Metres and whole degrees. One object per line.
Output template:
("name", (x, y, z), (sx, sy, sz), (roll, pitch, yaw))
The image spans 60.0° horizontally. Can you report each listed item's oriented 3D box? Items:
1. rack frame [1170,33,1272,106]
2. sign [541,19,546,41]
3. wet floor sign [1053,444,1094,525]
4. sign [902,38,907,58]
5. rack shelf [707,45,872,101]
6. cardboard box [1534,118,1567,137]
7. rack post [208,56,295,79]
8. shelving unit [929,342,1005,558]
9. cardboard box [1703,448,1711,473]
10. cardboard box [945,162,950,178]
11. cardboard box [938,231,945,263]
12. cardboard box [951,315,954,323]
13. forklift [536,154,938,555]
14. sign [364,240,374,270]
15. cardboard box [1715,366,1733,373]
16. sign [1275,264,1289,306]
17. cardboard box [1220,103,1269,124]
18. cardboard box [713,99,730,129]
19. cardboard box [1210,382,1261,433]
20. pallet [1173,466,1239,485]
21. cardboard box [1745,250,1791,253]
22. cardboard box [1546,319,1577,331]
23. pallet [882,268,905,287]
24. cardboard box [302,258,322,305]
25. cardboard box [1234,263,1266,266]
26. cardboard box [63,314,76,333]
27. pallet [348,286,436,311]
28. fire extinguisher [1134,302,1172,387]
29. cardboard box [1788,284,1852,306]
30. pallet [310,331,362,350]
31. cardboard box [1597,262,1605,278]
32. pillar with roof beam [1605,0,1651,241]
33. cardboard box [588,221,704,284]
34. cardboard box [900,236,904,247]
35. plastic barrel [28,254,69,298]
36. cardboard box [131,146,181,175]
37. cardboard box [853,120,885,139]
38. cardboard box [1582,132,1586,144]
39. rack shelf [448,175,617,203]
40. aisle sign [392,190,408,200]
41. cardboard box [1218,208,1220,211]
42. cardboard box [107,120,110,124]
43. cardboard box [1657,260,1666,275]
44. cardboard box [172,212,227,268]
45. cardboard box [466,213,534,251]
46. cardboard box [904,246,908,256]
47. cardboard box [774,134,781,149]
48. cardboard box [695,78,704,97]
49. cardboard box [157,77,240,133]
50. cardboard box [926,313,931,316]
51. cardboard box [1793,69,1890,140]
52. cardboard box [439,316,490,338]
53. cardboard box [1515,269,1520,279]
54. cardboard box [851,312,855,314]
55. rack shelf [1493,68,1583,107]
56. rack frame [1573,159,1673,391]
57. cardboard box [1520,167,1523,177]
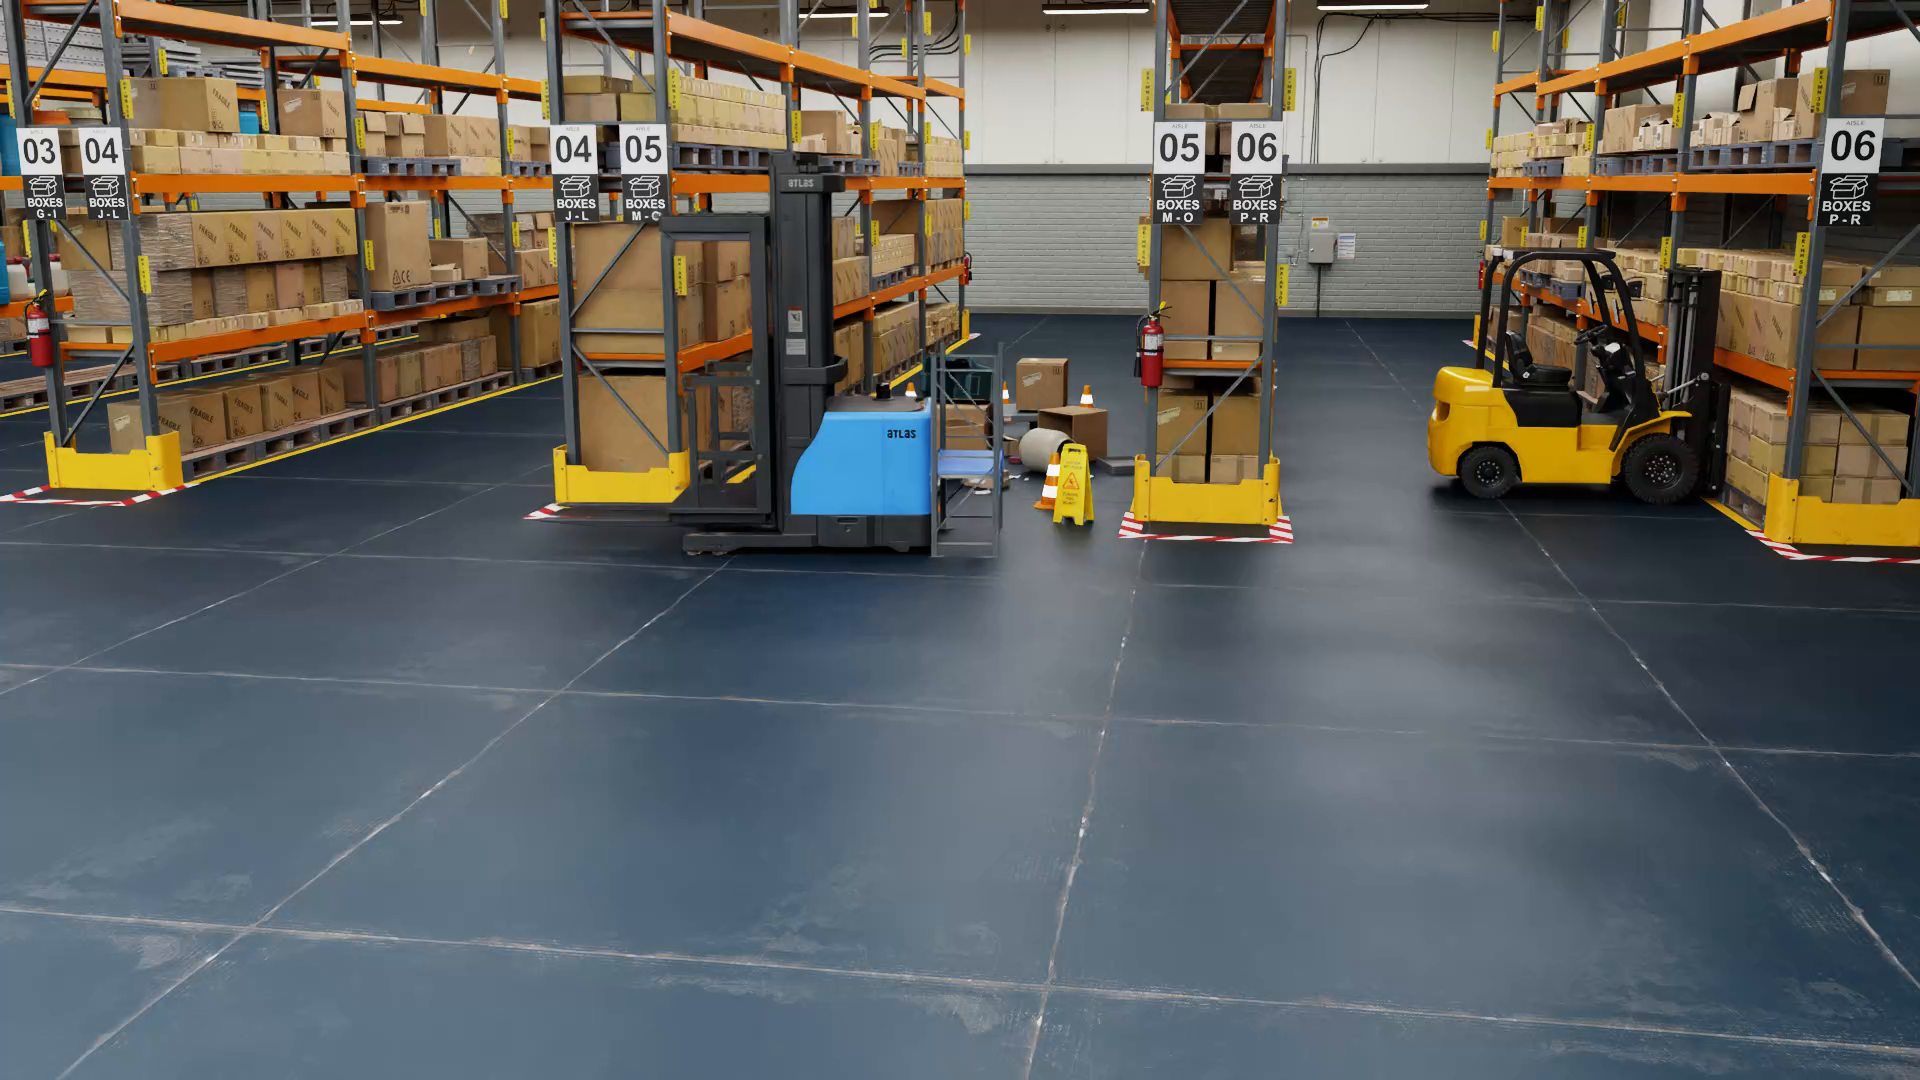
("rack frame", (2.640, -5.392, 16.654), (1.000, 3.000, 0.127), (2, 12, 9))
("sign", (-6.467, -7.936, 25.863), (0.100, 0.325, 0.005), (2, 12, 9))
("wet floor sign", (0.938, -0.471, 13.648), (0.267, 0.644, 0.232), (7, 14, 28))
("sign", (-0.957, -8.542, 28.867), (0.100, 0.325, 0.005), (2, 12, 9))
("rack shelf", (-1.959, -5.401, 19.350), (1.077, 0.370, 4.000), (2, 12, 9))
("cardboard box", (8.384, -5.859, 23.613), (0.396, 0.266, 0.258), (2, 12, 8))
("rack post", (-10.976, -7.328, 25.815), (0.937, 0.300, 0.954), (2, 12, 8))
("shelving unit", (0.065, -0.711, 12.734), (0.538, 1.500, 1.048), (1, 12, 3))
("cardboard box", (6.919, -0.752, 14.892), (0.500, 0.250, 0.500), (2, 12, 10))
("cardboard box", (-0.453, -6.066, 27.257), (0.500, 0.250, 0.500), (2, 12, 11))
("cardboard box", (-0.529, -4.760, 27.019), (0.500, 0.500, 0.500), (2, 12, 7))
("cardboard box", (-0.299, -3.827, 28.694), (0.380, 0.149, 0.250), (1, 12, 6))
("forklift", (-1.702, -1.429, 12.668), (3.031, 2.935, 1.130), (0, 12, 1))
("sign", (-6.615, -3.188, 18.611), (0.100, 0.325, 0.005), (2, 12, 9))
("cardboard box", (7.660, -1.541, 16.179), (0.500, 0.250, 0.500), (2, 12, 10))
("sign", (2.561, -2.033, 13.250), (0.100, 0.325, 0.005), (2, 12, 9))
("cardboard box", (2.281, -3.428, 13.361), (0.380, 0.149, 0.250), (2, 12, 8))
("cardboard box", (-2.400, -3.862, 15.088), (0.500, 0.250, 0.500), (2, 12, 8))
("cardboard box", (2.501, -1.128, 14.855), (0.500, 0.500, 0.500), (1, 12, 7))
("pallet", (2.196, -0.448, 14.569), (1.003, 0.211, 1.213), (2, 12, 9))
("cardboard box", (7.715, -2.684, 15.843), (0.380, 0.149, 0.250), (2, 12, 7))
("cardboard box", (8.359, -2.977, 23.084), (0.380, 0.149, 0.250), (2, 12, 9))
("pallet", (-1.388, -3.751, 23.735), (1.003, 0.211, 1.213), (2, 12, 9))
("cardboard box", (-7.394, -2.780, 17.831), (0.875, 0.500, 0.500), (2, 12, 9))
("cardboard box", (2.745, -2.446, 16.279), (0.500, 0.500, 0.500), (2, 12, 11))
("cardboard box", (-15.431, -3.749, 28.606), (0.500, 0.311, 0.500), (2, 12, 9))
("pallet", (-6.891, -2.841, 19.513), (1.003, 0.211, 1.213), (2, 12, 9))
("fire extinguisher", (1.552, -1.580, 13.389), (0.296, 0.674, 0.183), (2, 12, 9))
("cardboard box", (6.706, -1.914, 12.978), (0.380, 0.149, 0.250), (2, 12, 9))
("pallet", (-10.741, -3.398, 28.258), (1.003, 0.211, 1.213), (2, 12, 9))
("cardboard box", (7.772, -3.115, 19.495), (0.500, 0.250, 0.500), (2, 12, 10))
("pillar with roof beam", (5.519, -7.153, 24.823), (9.100, 9.000, 0.400), (2, 12, 9))
("cardboard box", (-2.793, -2.561, 14.837), (0.875, 0.550, 0.550), (2, 12, 9))
("cardboard box", (-1.028, -4.383, 24.400), (0.380, 0.149, 0.250), (2, 12, 8))
("plastic barrel", (-11.570, -3.352, 21.106), (0.433, 0.535, 0.433), (0, 12, 0))
("cardboard box", (-7.438, -3.433, 15.039), (0.500, 0.250, 0.500), (2, 12, 10))
("cardboard box", (-1.238, -5.558, 22.489), (0.396, 0.266, 0.258), (2, 12, 9))
("cardboard box", (8.056, -5.055, 20.913), (0.380, 0.149, 0.250), (1, 12, 7))
("rack shelf", (-6.230, -5.144, 24.331), (1.077, 0.370, 4.000), (2, 12, 9))
("aisle sign", (-10.483, -6.735, 30.952), (0.394, 0.787, 0.004), (2, 12, 9))
("cardboard box", (4.646, -5.387, 28.260), (0.500, 0.500, 0.500), (2, 12, 11))
("cardboard box", (-15.458, -7.187, 29.491), (0.700, 0.500, 0.500), (2, 12, 9))
("cardboard box", (7.400, -2.798, 17.080), (0.380, 0.149, 0.250), (2, 12, 8))
("cardboard box", (-7.330, -2.841, 15.737), (0.500, 0.500, 0.500), (2, 12, 9))
("cardboard box", (-6.409, -4.304, 23.227), (0.797, 0.503, 0.637), (2, 12, 11))
("cardboard box", (-0.983, -4.296, 24.703), (0.380, 0.149, 0.250), (2, 12, 11))
("cardboard box", (-2.045, -4.058, 16.945), (0.380, 0.149, 0.250), (2, 12, 10))
("cardboard box", (-2.438, -3.918, 14.404), (0.380, 0.149, 0.250), (2, 12, 8))
("cardboard box", (-7.272, -4.153, 15.895), (0.500, 0.500, 0.500), (2, 12, 8))
("cardboard box", (-0.670, -3.596, 26.919), (0.380, 0.149, 0.250), (2, 12, 7))
("cardboard box", (6.757, -3.336, 12.763), (0.500, 0.500, 0.500), (2, 12, 11))
("cardboard box", (-6.610, -2.833, 22.126), (0.500, 0.250, 0.500), (2, 12, 11))
("cardboard box", (8.610, -4.026, 25.153), (0.380, 0.149, 0.250), (2, 12, 10))
("cardboard box", (-1.739, -3.038, 23.126), (0.500, 0.250, 0.500), (2, 12, 9))
("rack shelf", (9.083, -6.961, 25.647), (1.077, 0.370, 4.000), (2, 12, 9))
("rack frame", (8.160, -3.132, 20.407), (1.000, 3.000, 0.127), (2, 12, 9))
("cardboard box", (8.672, -5.550, 25.104), (0.380, 0.149, 0.250), (2, 12, 8))
